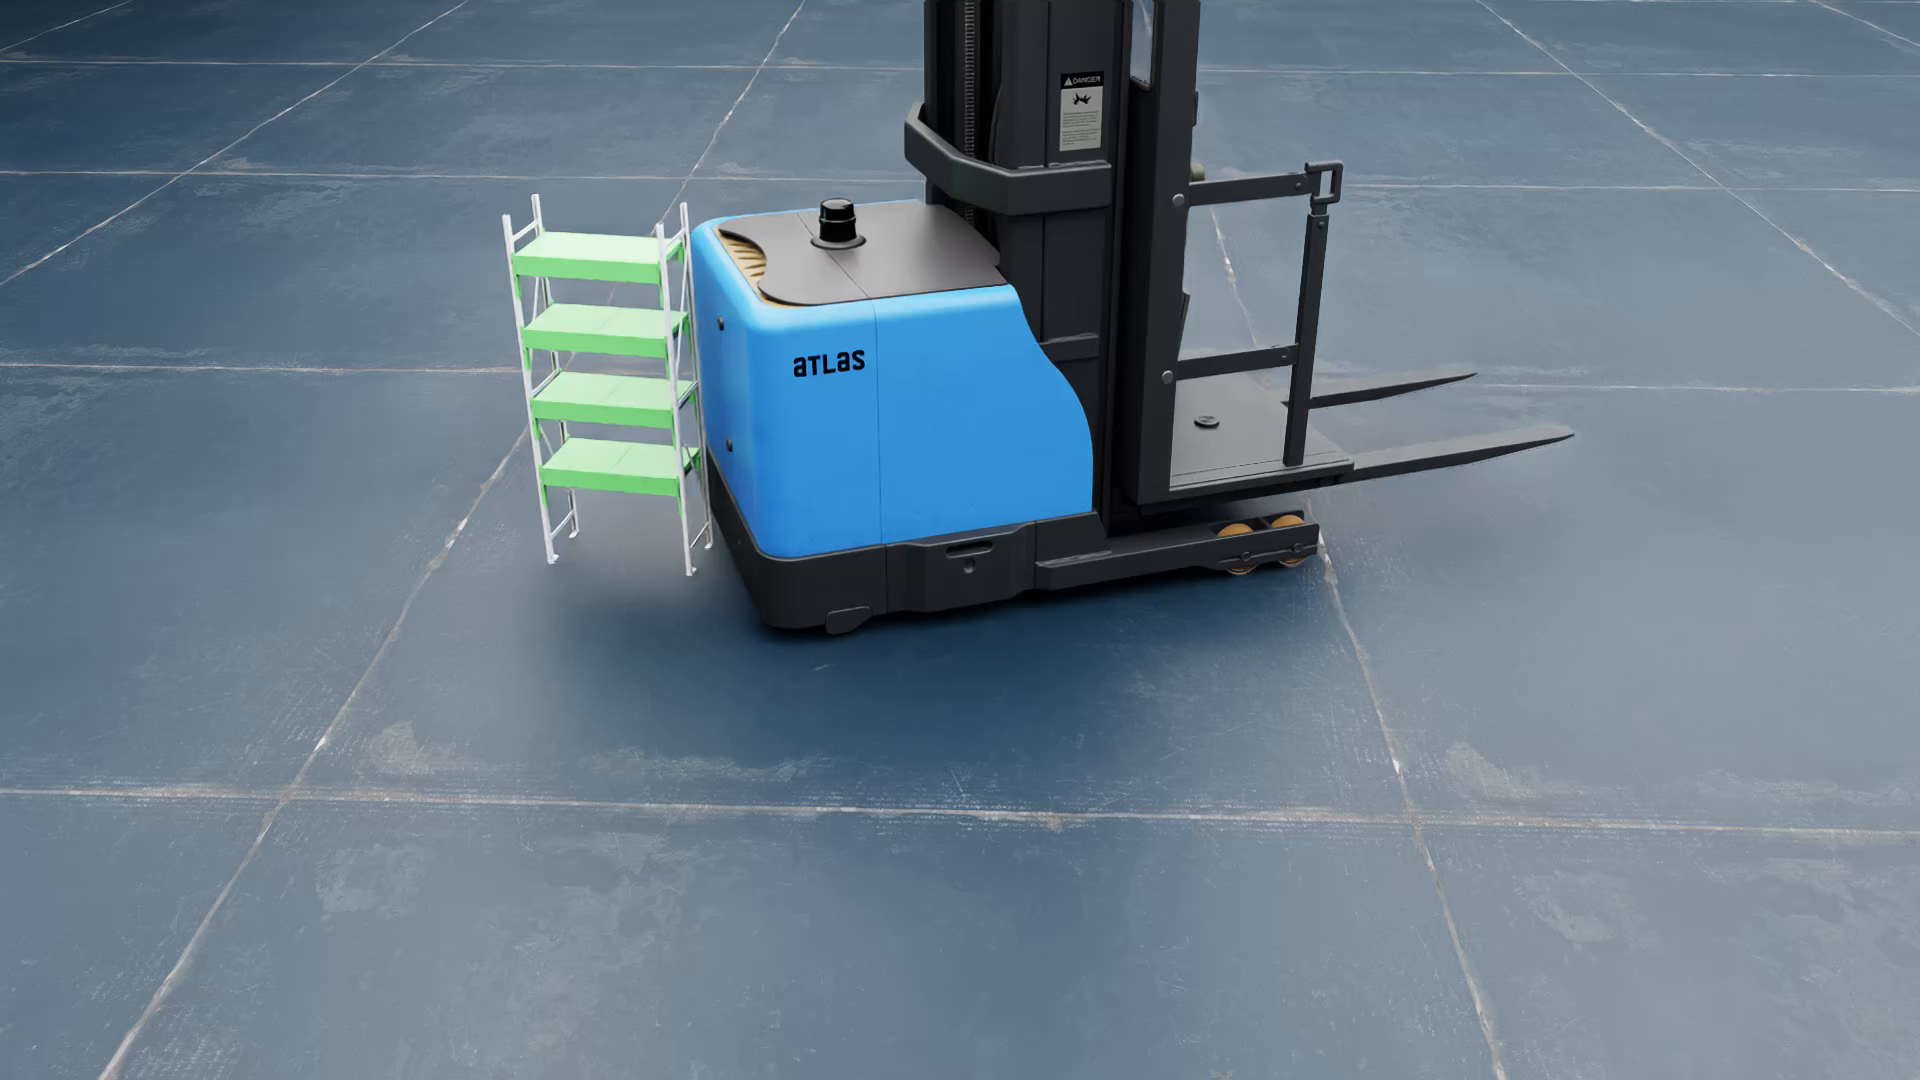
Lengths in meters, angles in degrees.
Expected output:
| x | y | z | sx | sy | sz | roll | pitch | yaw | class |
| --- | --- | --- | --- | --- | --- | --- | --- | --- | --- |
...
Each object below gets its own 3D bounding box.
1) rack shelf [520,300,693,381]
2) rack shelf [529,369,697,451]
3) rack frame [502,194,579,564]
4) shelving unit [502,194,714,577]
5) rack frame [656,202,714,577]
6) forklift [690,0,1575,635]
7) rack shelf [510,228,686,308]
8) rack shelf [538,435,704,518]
| x | y | z | sx | sy | sz | roll | pitch | yaw | class |
| --- | --- | --- | --- | --- | --- | --- | --- | --- | --- |
| -1.117 | -0.639 | 5.299 | 0.480 | 0.148 | 0.258 | 5 | 28 | 9 | rack shelf |
| -1.117 | -0.427 | 5.411 | 0.480 | 0.148 | 0.258 | 5 | 28 | 9 | rack shelf |
| -1.357 | -0.504 | 5.420 | 0.015 | 1.200 | 0.240 | 5 | 28 | 9 | rack frame |
| -1.117 | -0.484 | 5.381 | 0.503 | 1.200 | 0.258 | 5 | 28 | 9 | shelving unit |
| -0.877 | -0.463 | 5.342 | 0.015 | 1.200 | 0.240 | 5 | 28 | 9 | rack frame |
| 0.682 | -1.405 | 5.270 | 3.031 | 2.935 | 1.130 | -9 | 29 | -16 | forklift |
| -1.117 | -0.851 | 5.186 | 0.480 | 0.148 | 0.258 | 5 | 28 | 9 | rack shelf |
| -1.117 | -0.215 | 5.523 | 0.480 | 0.148 | 0.258 | 5 | 28 | 9 | rack shelf |
